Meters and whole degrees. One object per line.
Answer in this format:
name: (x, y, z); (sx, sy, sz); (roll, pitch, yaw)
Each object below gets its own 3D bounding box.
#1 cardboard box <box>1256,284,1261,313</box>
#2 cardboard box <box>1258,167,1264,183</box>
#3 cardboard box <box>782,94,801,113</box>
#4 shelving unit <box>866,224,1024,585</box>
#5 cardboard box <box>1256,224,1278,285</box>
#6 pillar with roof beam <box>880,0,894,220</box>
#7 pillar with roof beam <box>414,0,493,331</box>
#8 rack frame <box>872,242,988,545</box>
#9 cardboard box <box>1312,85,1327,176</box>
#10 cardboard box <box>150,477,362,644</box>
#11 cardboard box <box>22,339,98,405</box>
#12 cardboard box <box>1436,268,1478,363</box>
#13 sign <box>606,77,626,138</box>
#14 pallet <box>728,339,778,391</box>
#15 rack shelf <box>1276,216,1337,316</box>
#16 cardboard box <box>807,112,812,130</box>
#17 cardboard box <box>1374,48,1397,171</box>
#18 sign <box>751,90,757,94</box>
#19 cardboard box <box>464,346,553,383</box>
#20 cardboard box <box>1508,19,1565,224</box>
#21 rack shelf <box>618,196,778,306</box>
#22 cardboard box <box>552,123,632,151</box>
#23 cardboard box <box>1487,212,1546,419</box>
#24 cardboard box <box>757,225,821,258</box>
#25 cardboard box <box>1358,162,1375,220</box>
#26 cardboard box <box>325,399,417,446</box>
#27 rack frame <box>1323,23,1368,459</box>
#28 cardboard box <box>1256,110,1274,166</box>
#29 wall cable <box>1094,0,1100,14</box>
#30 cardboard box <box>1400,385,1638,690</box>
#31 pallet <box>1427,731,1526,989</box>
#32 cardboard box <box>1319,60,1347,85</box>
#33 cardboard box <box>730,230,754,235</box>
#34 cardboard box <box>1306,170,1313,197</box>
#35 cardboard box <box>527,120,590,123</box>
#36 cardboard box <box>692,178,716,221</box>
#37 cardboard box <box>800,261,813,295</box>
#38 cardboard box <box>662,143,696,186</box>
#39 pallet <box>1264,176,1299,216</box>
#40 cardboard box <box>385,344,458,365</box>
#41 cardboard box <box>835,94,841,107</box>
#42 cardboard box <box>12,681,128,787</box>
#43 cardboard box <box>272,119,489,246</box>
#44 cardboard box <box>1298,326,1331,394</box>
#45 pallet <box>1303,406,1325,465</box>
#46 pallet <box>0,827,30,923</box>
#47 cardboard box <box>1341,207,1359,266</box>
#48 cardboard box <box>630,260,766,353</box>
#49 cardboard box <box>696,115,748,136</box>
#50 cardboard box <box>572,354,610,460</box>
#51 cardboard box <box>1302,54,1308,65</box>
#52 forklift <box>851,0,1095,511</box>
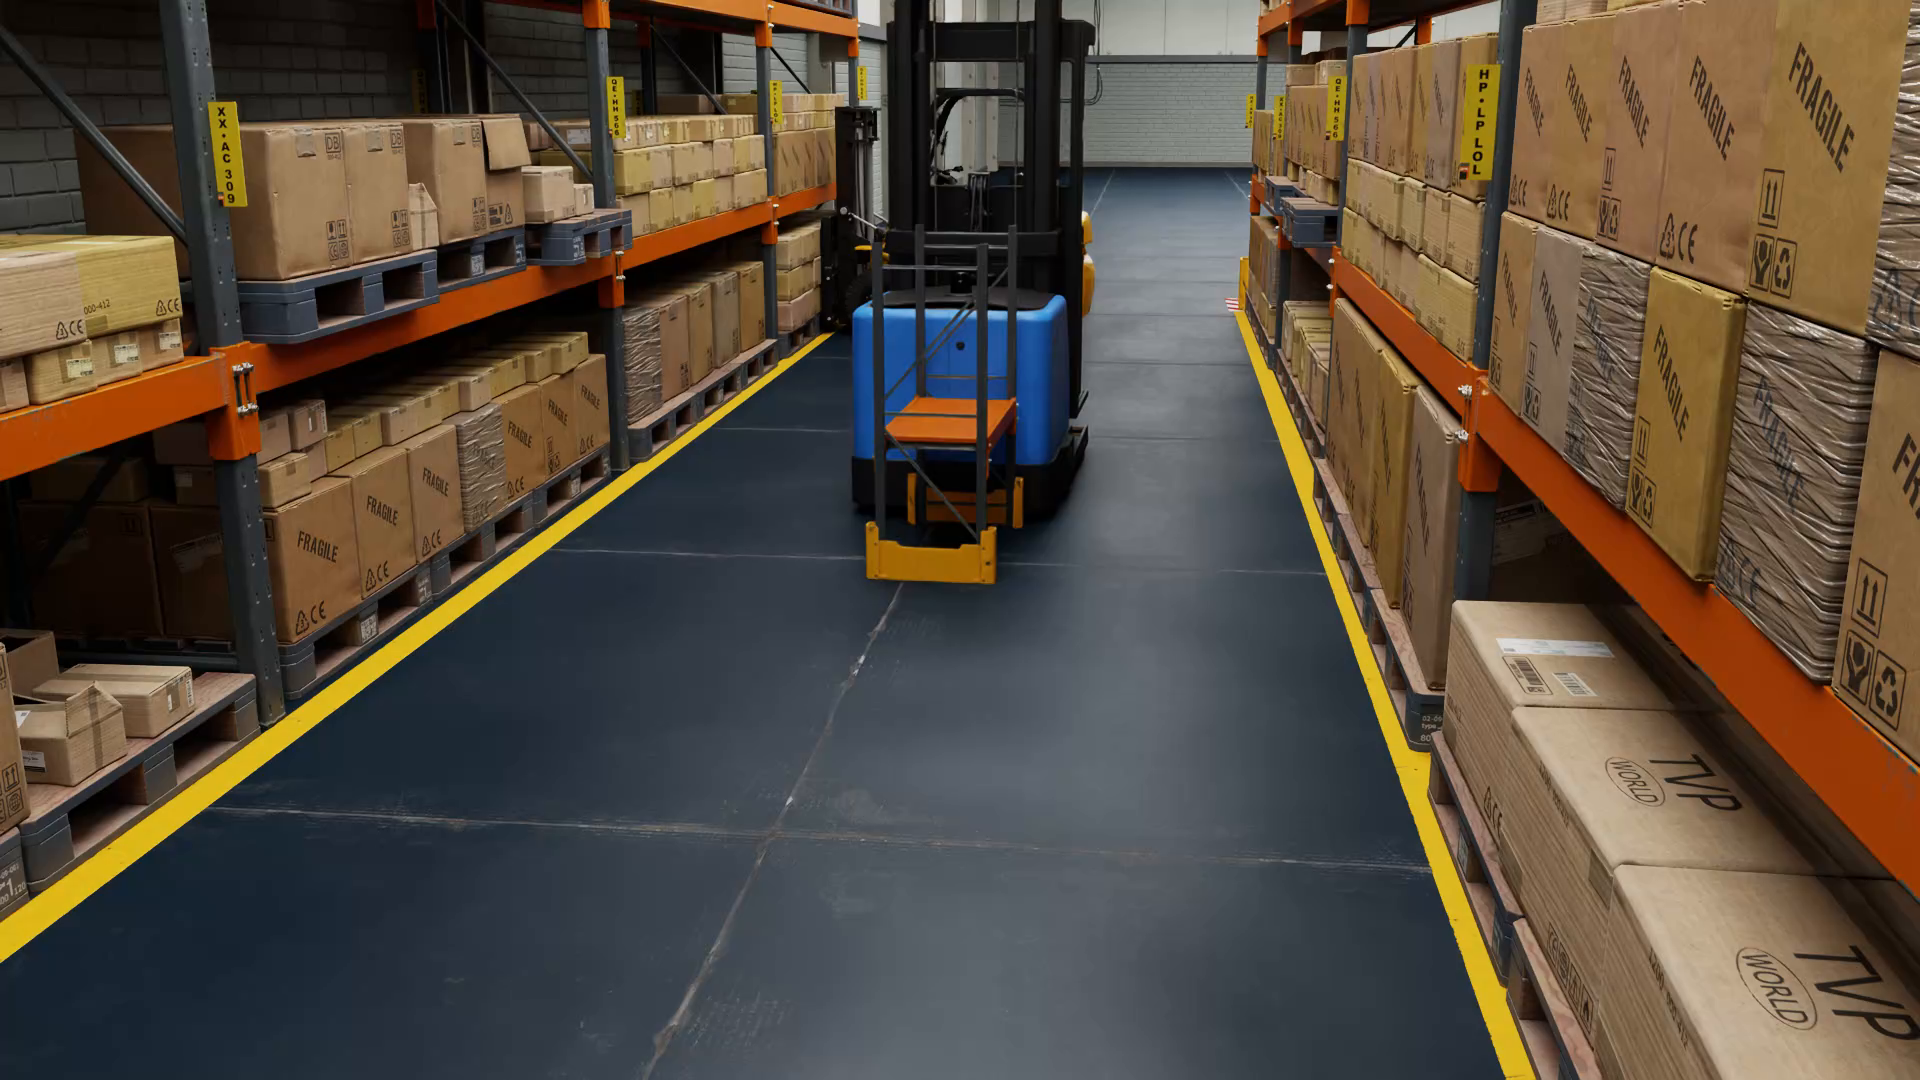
cardboard box: (2.929, -2.192, 14.984); (0.500, 0.250, 0.500); (3, 15, 10)
cardboard box: (2.966, -3.391, 15.439); (0.380, 0.149, 0.250); (2, 15, 7)
cardboard box: (-1.553, -3.679, 14.017); (0.380, 0.149, 0.250); (2, 15, 8)
shelving unit: (-0.052, -0.673, 7.777); (0.587, 1.500, 1.083); (2, 15, 9)
cardboard box: (2.922, -2.556, 14.895); (0.500, 0.500, 0.500); (2, 15, 7)
pillar with roof beam: (3.134, -9.664, 26.663); (9.100, 9.000, 0.400); (2, 15, 6)
pillar with roof beam: (1.103, -4.996, 9.398); (9.100, 9.000, 0.400); (2, 15, 6)
rack frame: (-0.130, -0.544, 7.301); (0.500, 1.500, 0.032); (2, 15, 9)
cardboard box: (2.329, -2.372, 9.620); (0.500, 0.500, 0.500); (1, 15, 5)
cardboard box: (-2.599, 0.061, 6.175); (0.500, 0.500, 0.500); (2, 15, 9)
cardboard box: (-2.676, -0.477, 4.660); (0.380, 0.149, 0.250); (2, 15, 8)
cardboard box: (1.855, -0.731, 5.404); (0.500, 0.250, 0.500); (1, 15, 5)
sign: (-1.886, -2.369, 9.110); (0.100, 0.325, 0.005); (2, 15, 6)
pallet: (-2.019, -1.361, 12.791); (1.003, 0.211, 1.213); (2, 15, 6)
rack shelf: (2.732, -1.888, 10.776); (1.077, 0.370, 4.000); (2, 15, 6)
cardboard box: (-1.504, -3.667, 14.542); (0.380, 0.149, 0.250); (1, 15, 4)
cardboard box: (2.088, -1.864, 7.202); (0.500, 0.500, 0.500); (2, 15, 8)
sign: (-2.074, -4.411, 16.917); (0.100, 0.325, 0.005); (2, 15, 6)
cardboard box: (-2.304, -0.897, 8.473); (0.380, 0.149, 0.250); (1, 15, 4)
cardboard box: (1.761, -1.094, 4.353); (0.500, 0.500, 0.500); (2, 15, 7)
rack shelf: (-2.200, -2.033, 11.313); (1.077, 0.370, 4.000); (2, 15, 6)
cardboard box: (-2.097, -2.297, 9.477); (0.380, 0.149, 0.250); (2, 15, 8)
cardboard box: (1.742, -0.613, 4.493); (0.500, 0.500, 0.500); (2, 15, 8)
cardboard box: (-1.496, -2.635, 14.709); (0.500, 0.250, 0.500); (2, 15, 8)
cardboard box: (2.144, -1.627, 7.763); (0.500, 0.250, 0.500); (2, 15, 8)
cardboard box: (-2.518, -0.495, 6.988); (0.380, 0.149, 0.250); (2, 15, 6)
rack frame: (2.506, -1.717, 8.764); (1.000, 3.000, 0.127); (2, 15, 6)
cardboard box: (3.025, -3.734, 15.464); (0.500, 0.500, 0.500); (2, 15, 8)
wall cable: (5.222, -16.044, 46.530); (3.097, 2.526, 0.112); (2, 15, 6)
cardboard box: (2.045, -0.019, 5.753); (0.875, 0.875, 0.875); (2, 15, 8)
pallet: (1.891, 0.862, 4.570); (1.003, 0.211, 1.213); (2, 15, 6)
cardboard box: (2.411, -2.857, 10.172); (0.380, 0.149, 0.250); (1, 15, 4)
cardboard box: (-2.069, -2.523, 14.292); (0.500, 0.250, 0.500); (1, 15, 5)
cardboard box: (2.305, -2.165, 10.100); (0.380, 0.149, 0.250); (2, 15, 7)
cardboard box: (-2.517, -2.581, 10.527); (0.380, 0.149, 0.250); (2, 15, 6)
cardboard box: (-1.960, -2.296, 11.193); (0.500, 0.250, 0.500); (2, 15, 8)
cardboard box: (-1.559, -2.263, 14.290); (0.500, 0.250, 0.500); (2, 15, 6)
cardboard box: (-1.999, -2.404, 10.634); (0.500, 0.250, 0.500); (1, 15, 5)
pallet: (2.727, -2.467, 11.908); (1.003, 0.211, 1.213); (2, 15, 6)
cardboard box: (-2.800, -0.910, 8.522); (0.380, 0.149, 0.250); (2, 15, 7)
cardboard box: (-1.354, -4.209, 15.977); (0.380, 0.149, 0.250); (2, 15, 8)
cardboard box: (-2.689, 0.538, 4.858); (0.396, 0.266, 0.258); (2, 15, 8)
cardboard box: (-2.454, -1.532, 7.086); (0.700, 0.500, 0.500); (2, 15, 6)
cardboard box: (2.746, -1.185, 11.028); (0.950, 0.372, 0.625); (2, 15, 8)
pallet: (2.596, -0.573, 9.877); (1.003, 0.211, 1.213); (2, 15, 6)
pallet: (-3.091, 1.017, 3.996); (1.003, 0.211, 1.213); (2, 15, 6)
cardboard box: (2.201, -1.525, 8.341); (0.500, 0.250, 0.500); (1, 15, 5)
cardboard box: (-2.022, -1.820, 12.891); (0.875, 0.625, 0.625); (2, 15, 9)
cardboard box: (-1.804, -3.098, 12.438); (0.380, 0.149, 0.250); (1, 15, 5)
cardboard box: (-2.260, -0.742, 9.143); (0.500, 0.500, 0.500); (2, 15, 8)
cardboard box: (3.504, -4.196, 15.256); (0.700, 0.500, 0.500); (2, 15, 7)
forklift: (0.180, -1.899, 9.571); (1.130, 2.935, 3.031); (2, 15, 9)
